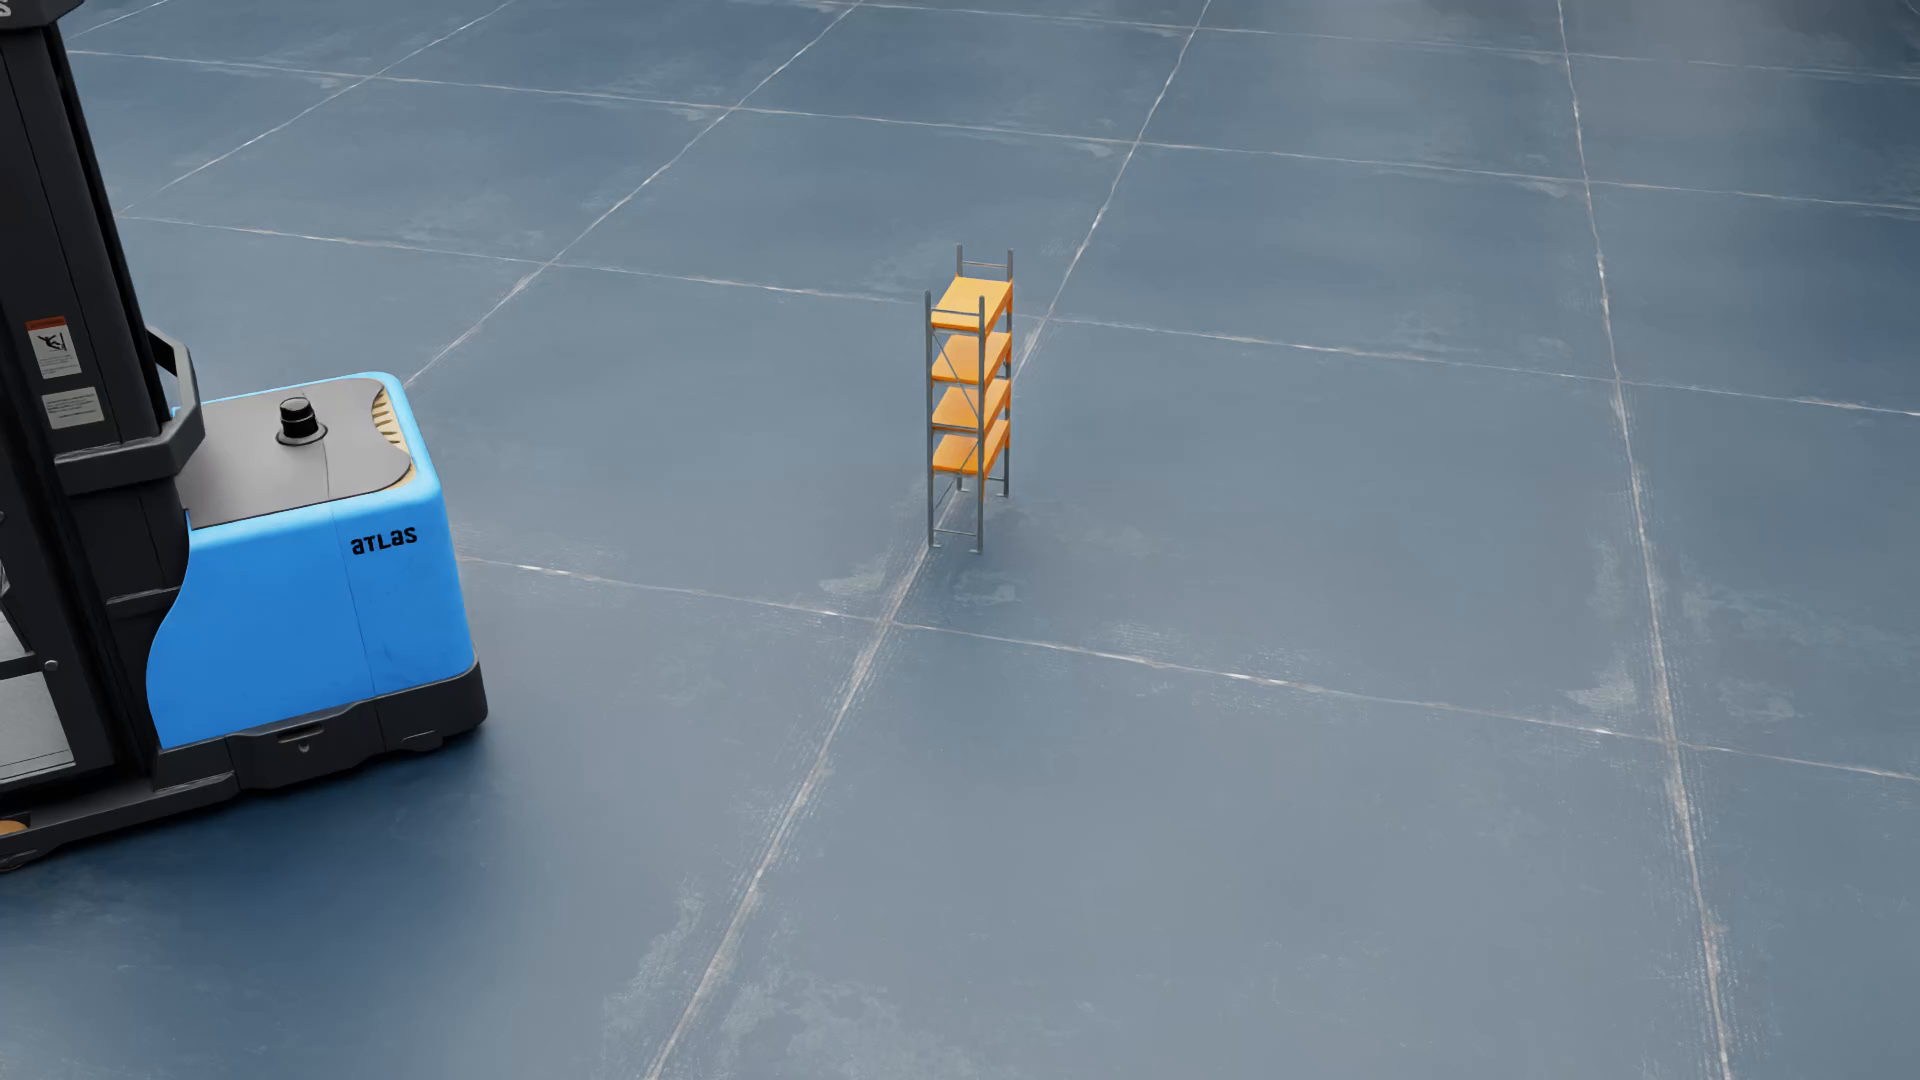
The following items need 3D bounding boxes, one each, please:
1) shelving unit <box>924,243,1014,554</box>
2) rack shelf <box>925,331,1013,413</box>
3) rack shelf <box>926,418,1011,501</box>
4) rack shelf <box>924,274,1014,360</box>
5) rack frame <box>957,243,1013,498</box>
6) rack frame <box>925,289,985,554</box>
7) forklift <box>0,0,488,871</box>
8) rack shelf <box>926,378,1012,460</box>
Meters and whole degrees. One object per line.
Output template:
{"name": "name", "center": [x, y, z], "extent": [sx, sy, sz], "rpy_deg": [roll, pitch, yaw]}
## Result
{"name": "shelving unit", "center": [0.042, -0.592, 7.063], "extent": [0.258, 1.200, 0.503], "rpy_deg": [8, 33, 12]}
{"name": "rack shelf", "center": [0.042, -0.724, 6.979], "extent": [0.258, 0.148, 0.480], "rpy_deg": [8, 33, 12]}
{"name": "rack shelf", "center": [0.042, -0.368, 7.206], "extent": [0.258, 0.148, 0.480], "rpy_deg": [8, 33, 12]}
{"name": "rack shelf", "center": [0.042, -0.924, 6.852], "extent": [0.258, 0.148, 0.480], "rpy_deg": [8, 33, 12]}
{"name": "rack frame", "center": [0.104, -0.719, 7.262], "extent": [0.240, 1.200, 0.015], "rpy_deg": [8, 33, 12]}
{"name": "rack frame", "center": [-0.020, -0.466, 6.864], "extent": [0.240, 1.200, 0.015], "rpy_deg": [8, 33, 12]}
{"name": "forklift", "center": [-3.295, -0.419, 5.177], "extent": [3.031, 2.935, 1.130], "rpy_deg": [-14, 35, -21]}
{"name": "rack shelf", "center": [0.042, -0.535, 7.099], "extent": [0.258, 0.148, 0.480], "rpy_deg": [8, 33, 12]}
